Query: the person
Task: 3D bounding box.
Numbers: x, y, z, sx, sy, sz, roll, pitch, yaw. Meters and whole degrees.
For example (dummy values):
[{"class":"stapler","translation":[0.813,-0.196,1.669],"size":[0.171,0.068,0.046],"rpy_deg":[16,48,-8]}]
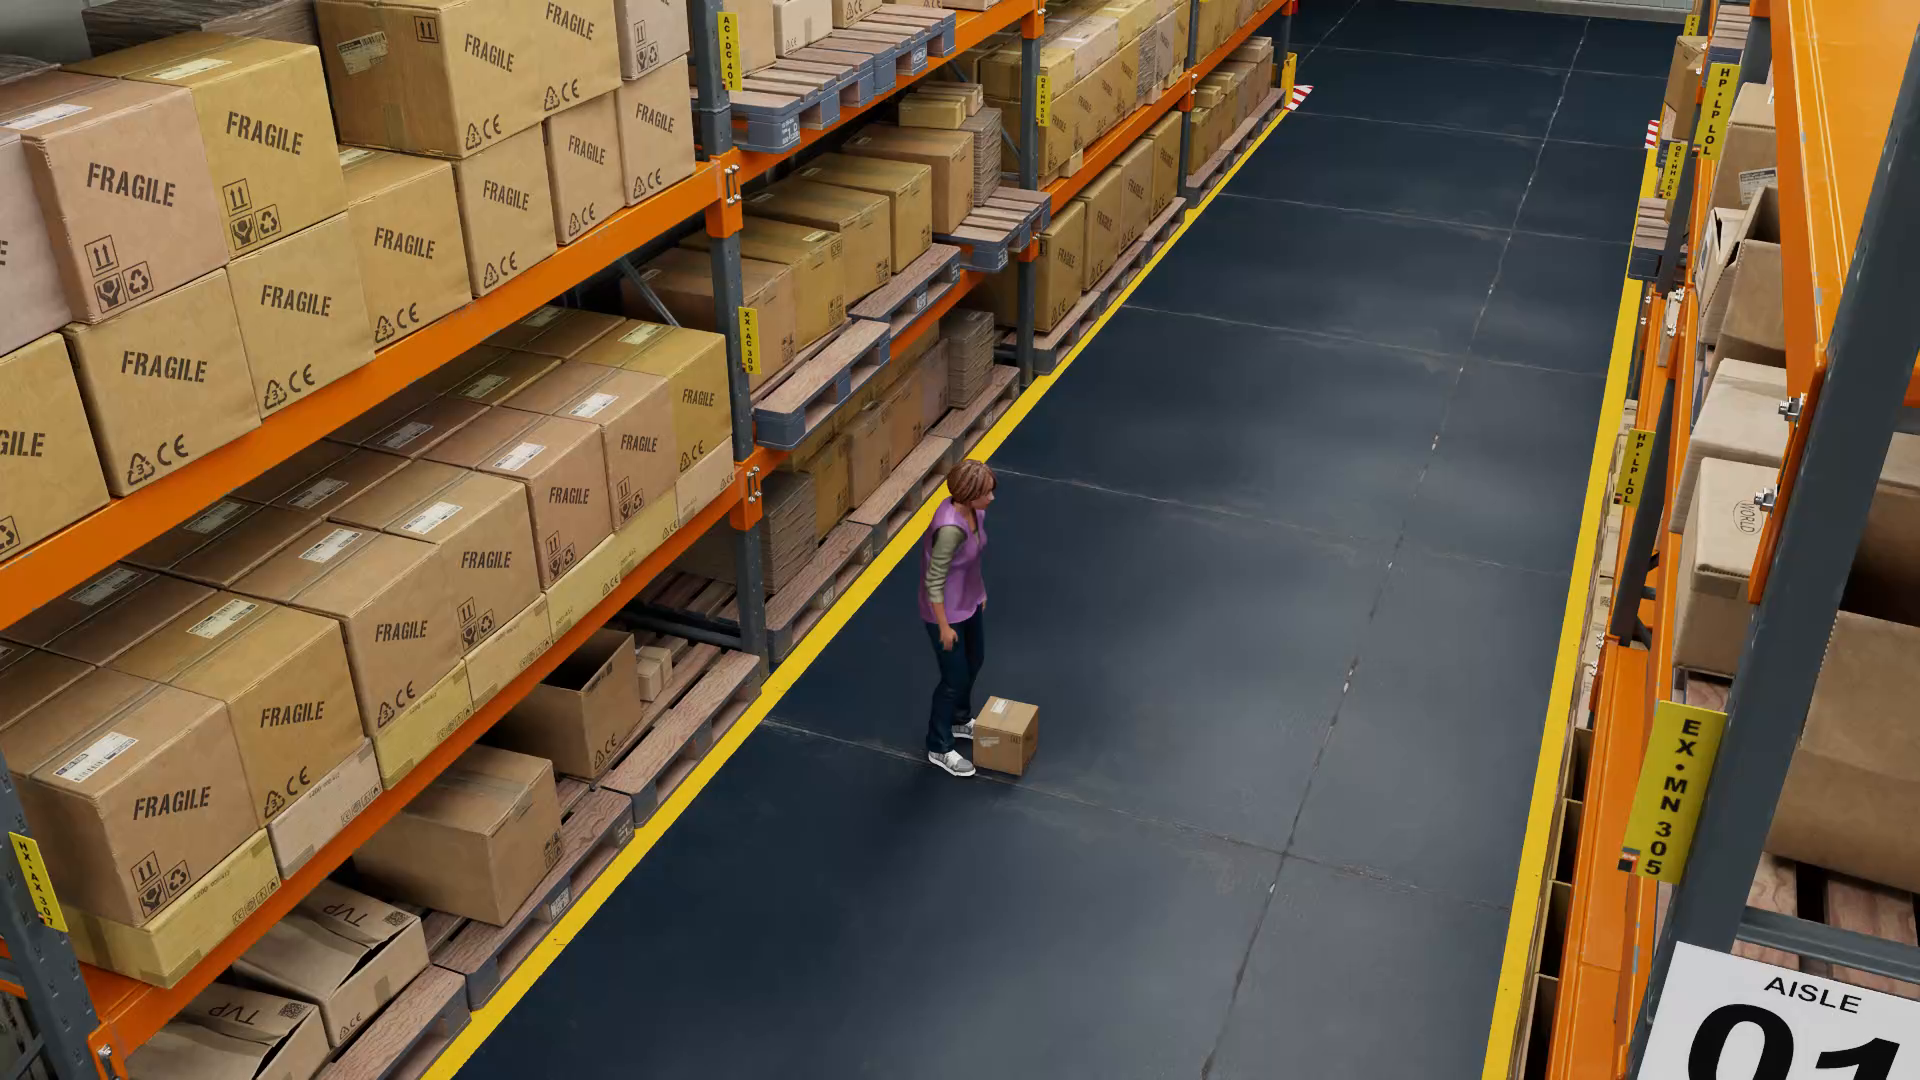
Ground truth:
[{"class":"person","translation":[-0.010,0.332,7.824],"size":[0.347,1.591,0.459],"rpy_deg":[12,32,19]}]
